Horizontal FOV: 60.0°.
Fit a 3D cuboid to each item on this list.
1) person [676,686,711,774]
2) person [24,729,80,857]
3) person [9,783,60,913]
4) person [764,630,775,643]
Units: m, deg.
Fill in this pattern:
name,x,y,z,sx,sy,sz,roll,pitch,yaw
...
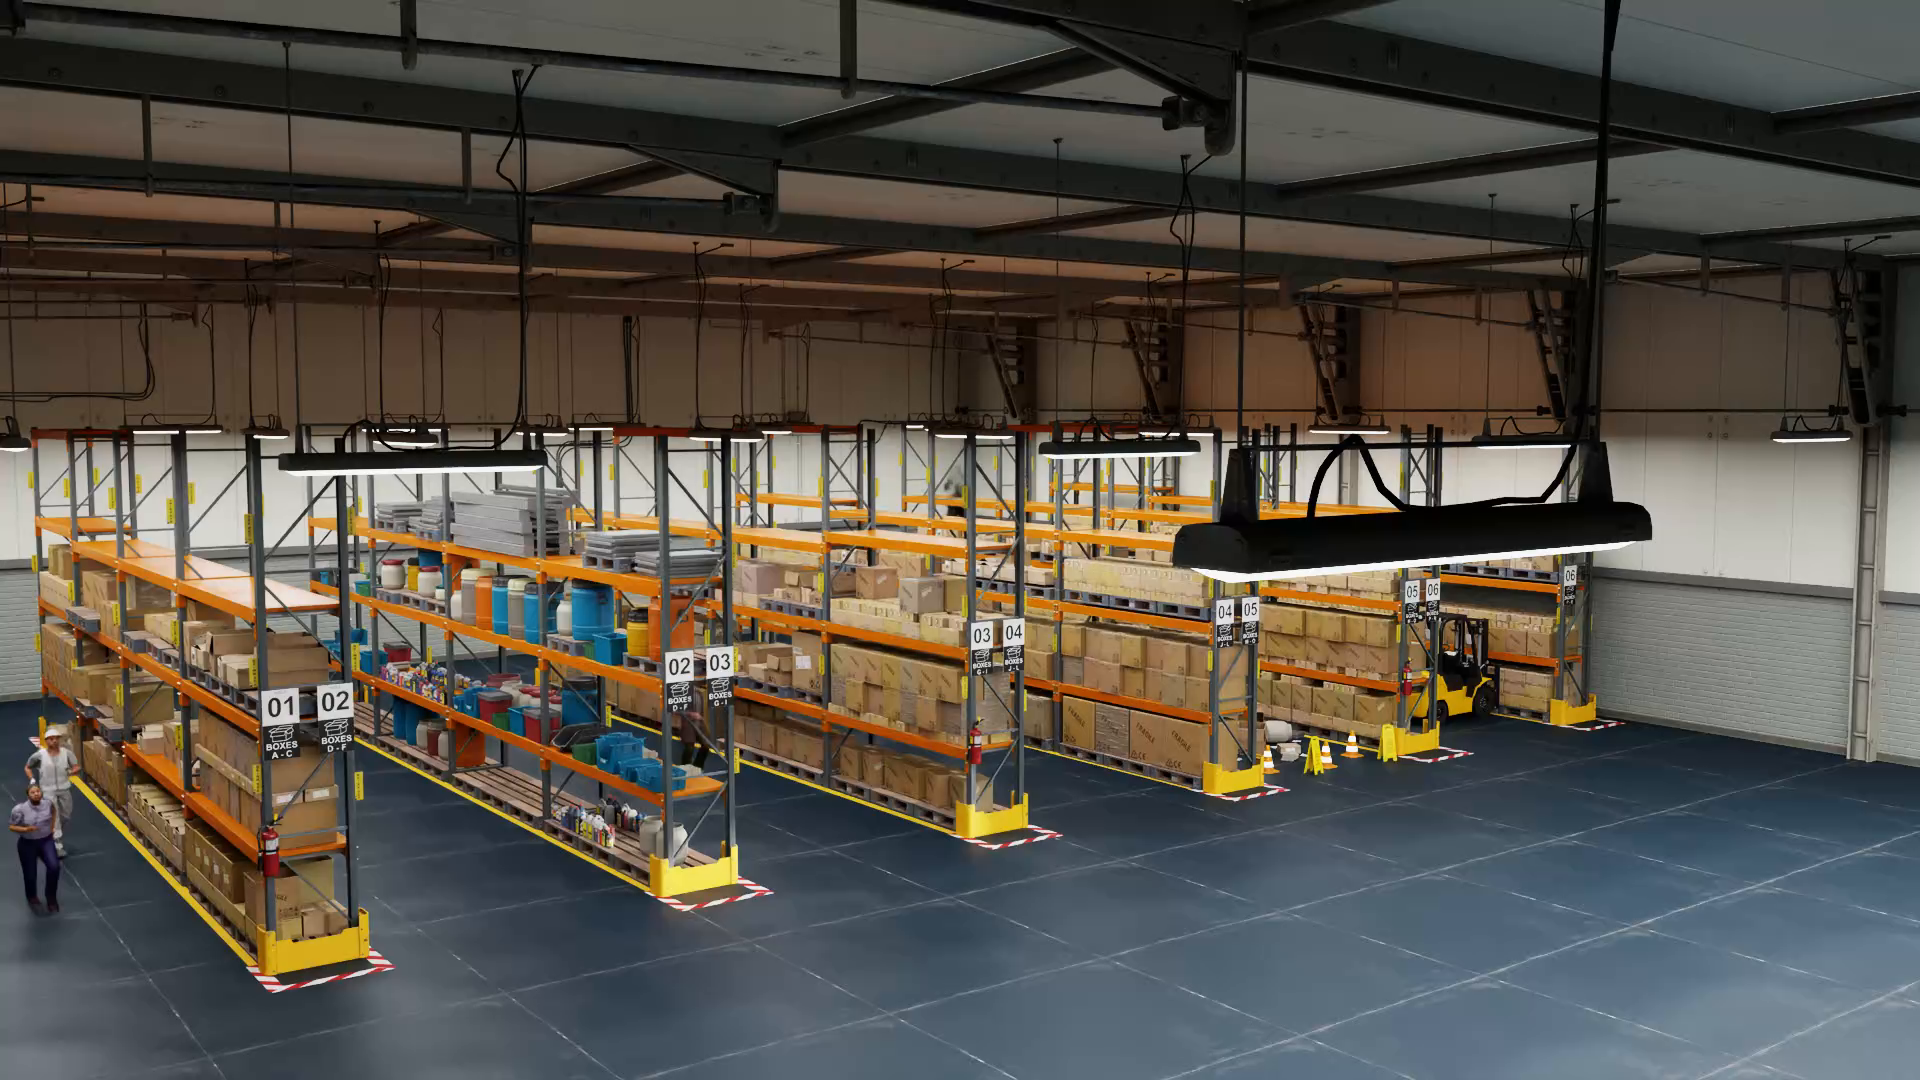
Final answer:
name,x,y,z,sx,sy,sz,roll,pitch,yaw
person,-4.565,3.229,28.454,0.770,1.804,0.701,4,6,45
person,-12.900,3.574,23.697,0.667,1.767,0.963,-4,6,-42
person,-11.667,3.881,20.978,0.586,1.667,0.753,-4,6,-41
person,-4.774,2.229,41.890,0.654,1.669,0.545,-4,6,-43
